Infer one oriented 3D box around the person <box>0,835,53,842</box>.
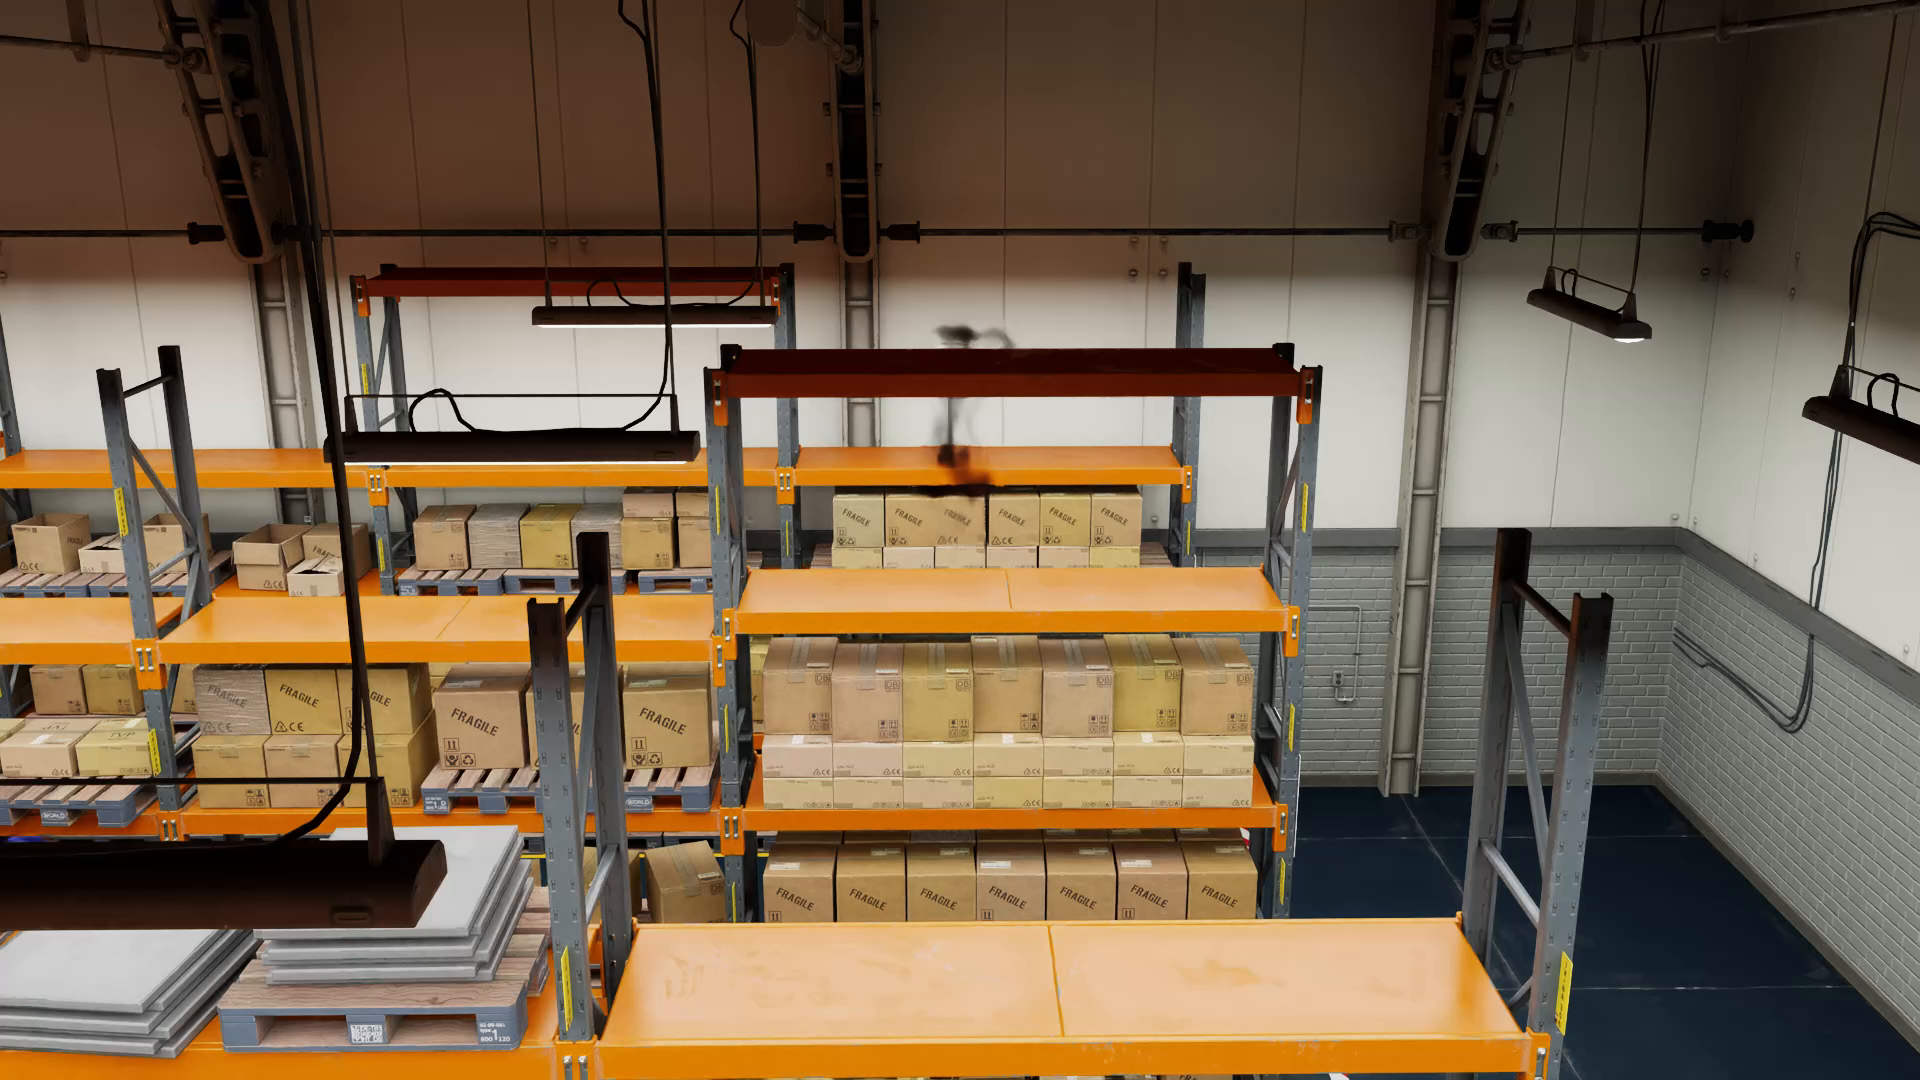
[{"bbox_3d":[-8.330,3.188,14.772,0.781,1.575,0.562,-4,17,-12],"label":"person"}]
